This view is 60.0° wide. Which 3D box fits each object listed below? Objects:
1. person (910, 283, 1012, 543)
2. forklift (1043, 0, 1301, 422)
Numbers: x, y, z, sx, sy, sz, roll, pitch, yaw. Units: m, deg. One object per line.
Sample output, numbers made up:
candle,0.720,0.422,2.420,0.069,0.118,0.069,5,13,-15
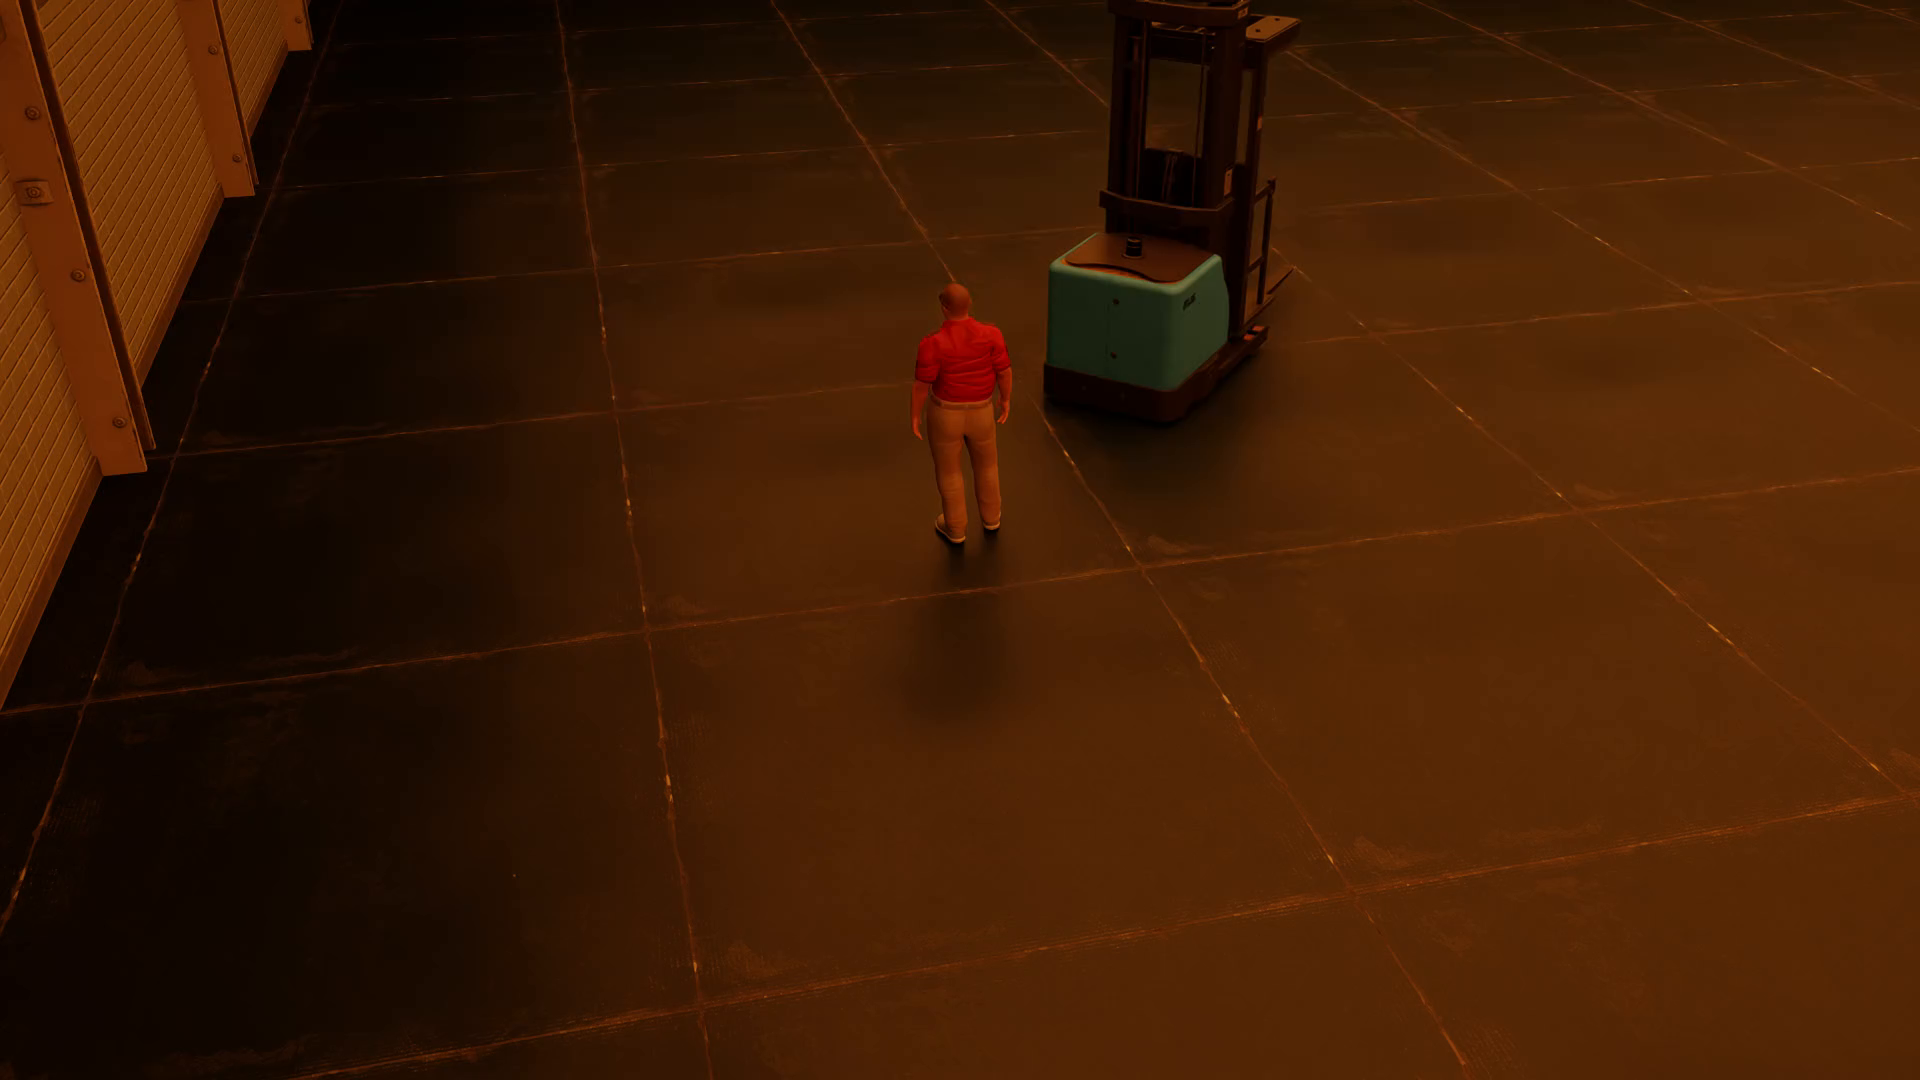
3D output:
person,-0.009,-0.799,10.141,0.640,1.727,0.551,-7,31,-12
forklift,1.779,-2.811,12.431,1.130,2.935,3.031,16,34,25
